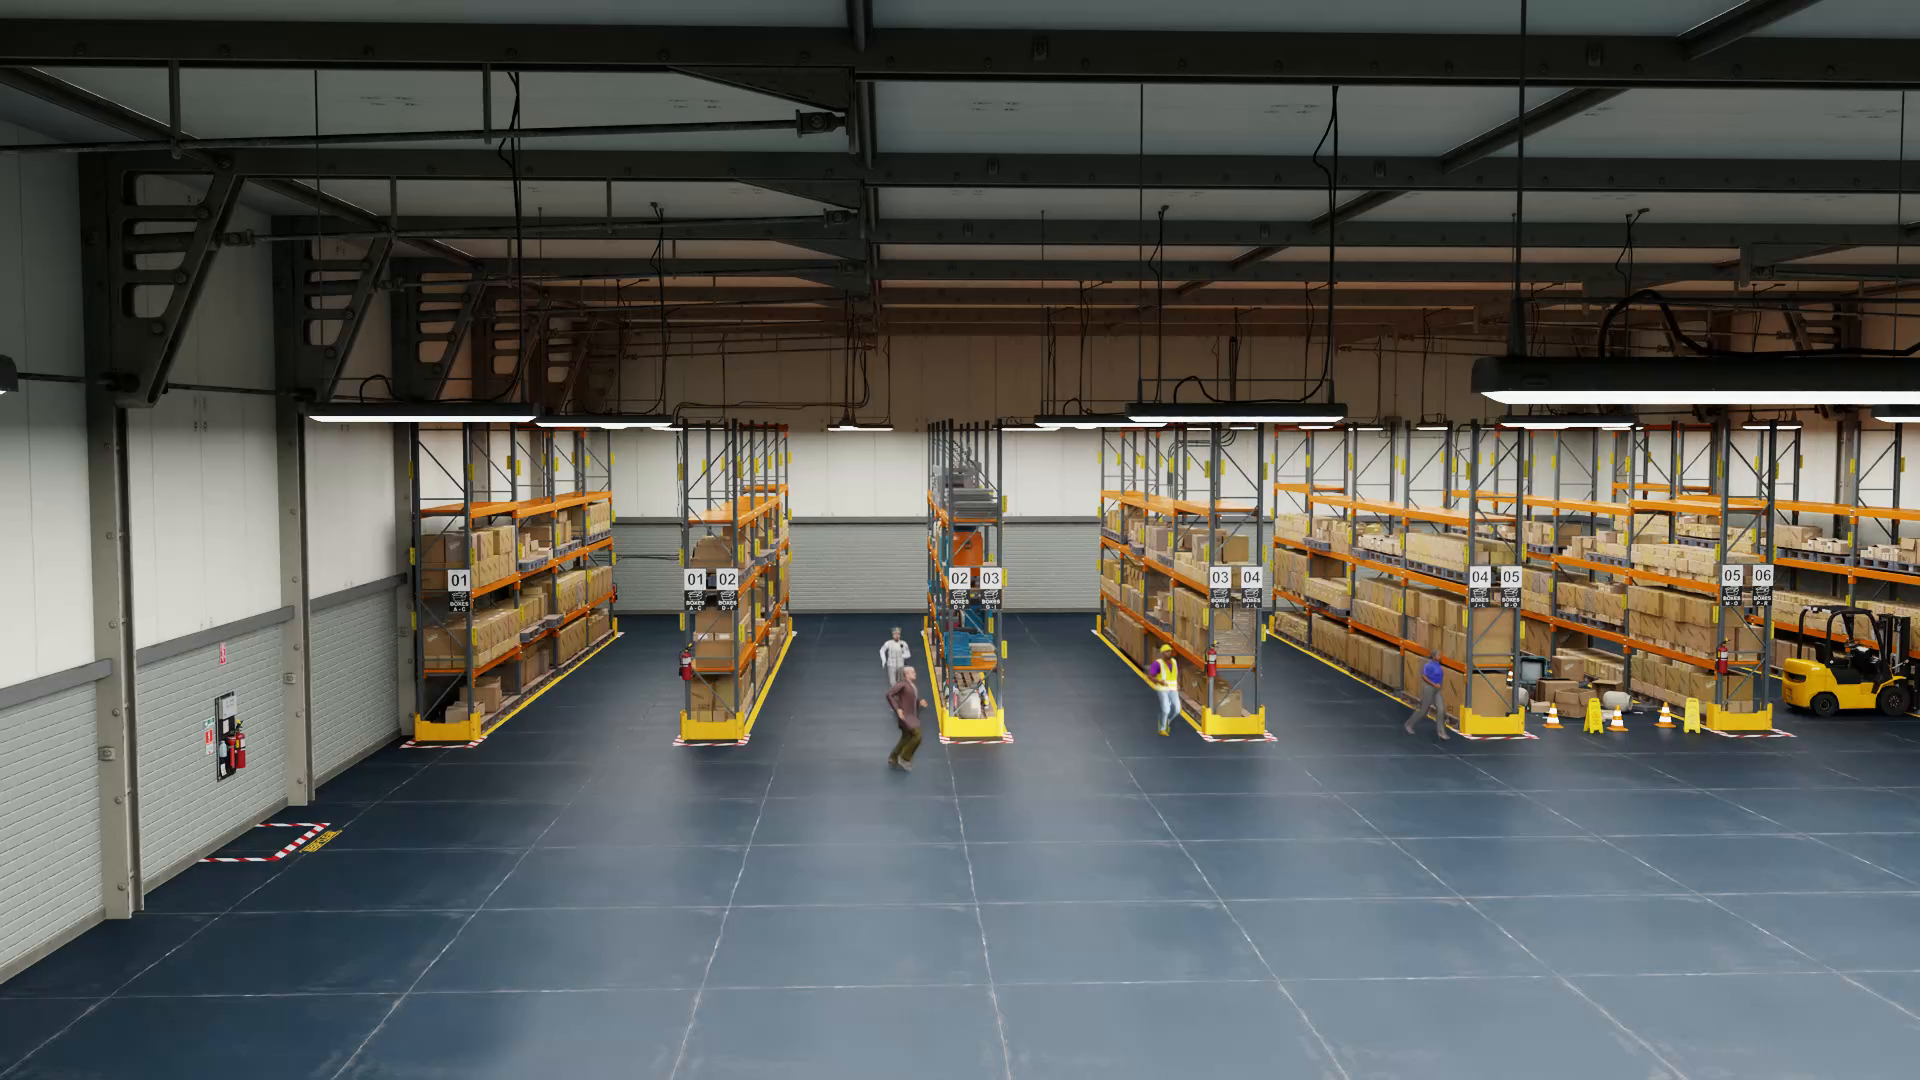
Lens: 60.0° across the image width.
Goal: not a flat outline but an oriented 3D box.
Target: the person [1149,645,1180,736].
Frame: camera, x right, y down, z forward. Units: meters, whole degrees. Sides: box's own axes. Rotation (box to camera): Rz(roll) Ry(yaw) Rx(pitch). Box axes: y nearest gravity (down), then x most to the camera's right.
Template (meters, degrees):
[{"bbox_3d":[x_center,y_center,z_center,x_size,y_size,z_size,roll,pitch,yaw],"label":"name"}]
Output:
[{"bbox_3d":[3.926,2.836,31.413,0.703,1.730,0.568,-2,4,-24],"label":"person"}]

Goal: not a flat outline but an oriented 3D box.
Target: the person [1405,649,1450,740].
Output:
[{"bbox_3d":[8.936,2.881,31.393,0.660,1.625,0.921,-3,5,-39],"label":"person"}]

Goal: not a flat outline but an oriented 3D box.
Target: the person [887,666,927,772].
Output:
[{"bbox_3d":[-0.897,3.049,28.356,0.729,1.798,0.697,1,4,21],"label":"person"}]

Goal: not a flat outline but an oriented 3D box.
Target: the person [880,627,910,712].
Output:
[{"bbox_3d":[-1.327,2.674,34.463,0.577,1.755,0.752,-1,4,-13],"label":"person"}]
